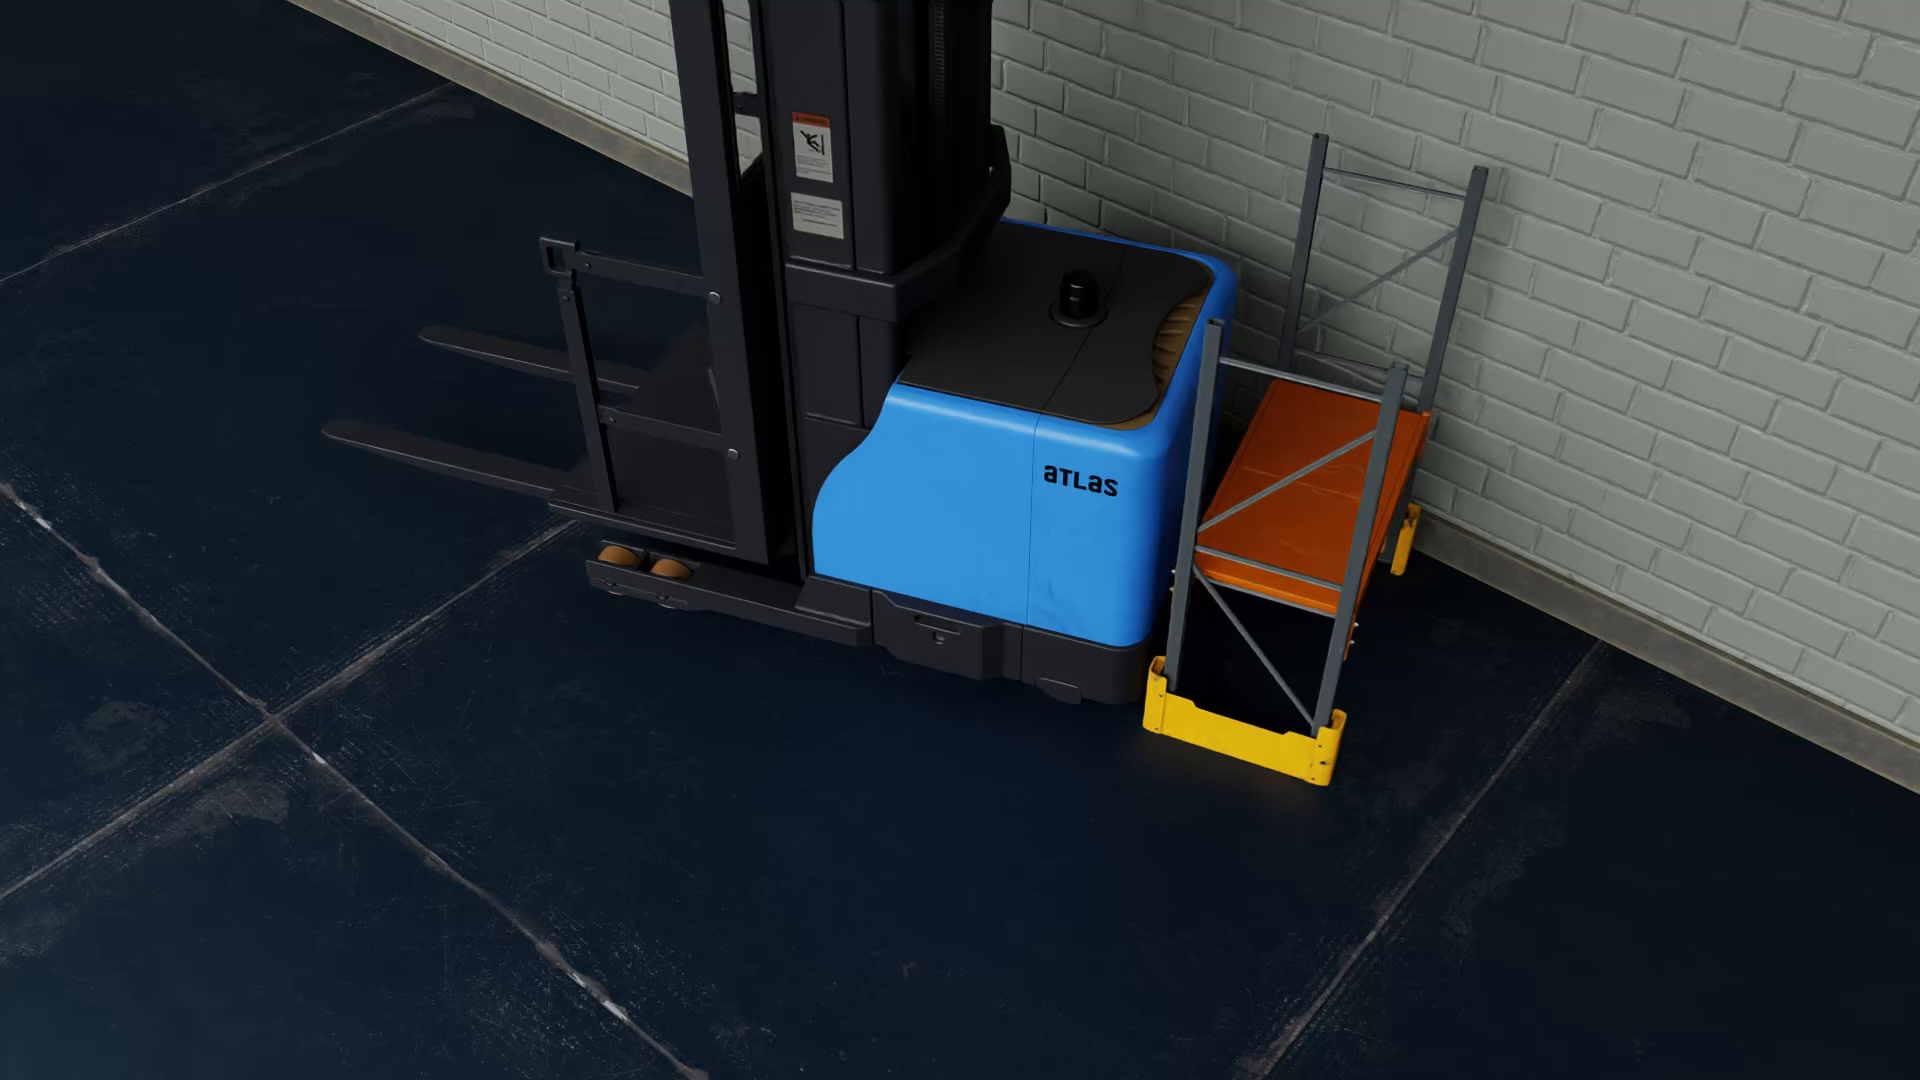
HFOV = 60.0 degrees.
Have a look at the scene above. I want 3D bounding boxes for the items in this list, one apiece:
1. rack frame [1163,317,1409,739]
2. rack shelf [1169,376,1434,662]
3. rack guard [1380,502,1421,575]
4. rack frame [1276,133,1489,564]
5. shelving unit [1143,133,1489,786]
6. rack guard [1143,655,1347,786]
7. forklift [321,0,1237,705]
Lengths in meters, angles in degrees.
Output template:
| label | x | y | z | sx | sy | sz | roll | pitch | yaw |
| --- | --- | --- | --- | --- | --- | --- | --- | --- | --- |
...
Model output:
| label | x | y | z | sx | sy | sz | roll | pitch | yaw |
| --- | --- | --- | --- | --- | --- | --- | --- | --- | --- |
| rack frame | 0.842 | 0.078 | 4.550 | 0.500 | 1.500 | 0.032 | 17 | 45 | 17 |
| rack shelf | 1.047 | -0.102 | 5.015 | 0.538 | 0.185 | 1.000 | 17 | 45 | 17 |
| rack guard | 1.244 | -0.074 | 5.646 | 0.587 | 0.250 | 0.087 | 17 | 45 | 17 |
| rack frame | 1.252 | -0.548 | 5.238 | 0.500 | 1.500 | 0.032 | 17 | 45 | 17 |
| shelving unit | 1.043 | -0.230 | 4.888 | 0.587 | 1.500 | 1.083 | 17 | 45 | 17 |
| rack guard | 0.842 | 0.539 | 4.971 | 0.587 | 0.250 | 0.087 | 17 | 45 | 17 |
| forklift | -0.709 | -1.177 | 4.866 | 3.031 | 2.935 | 1.130 | 13 | 44 | 14 |
